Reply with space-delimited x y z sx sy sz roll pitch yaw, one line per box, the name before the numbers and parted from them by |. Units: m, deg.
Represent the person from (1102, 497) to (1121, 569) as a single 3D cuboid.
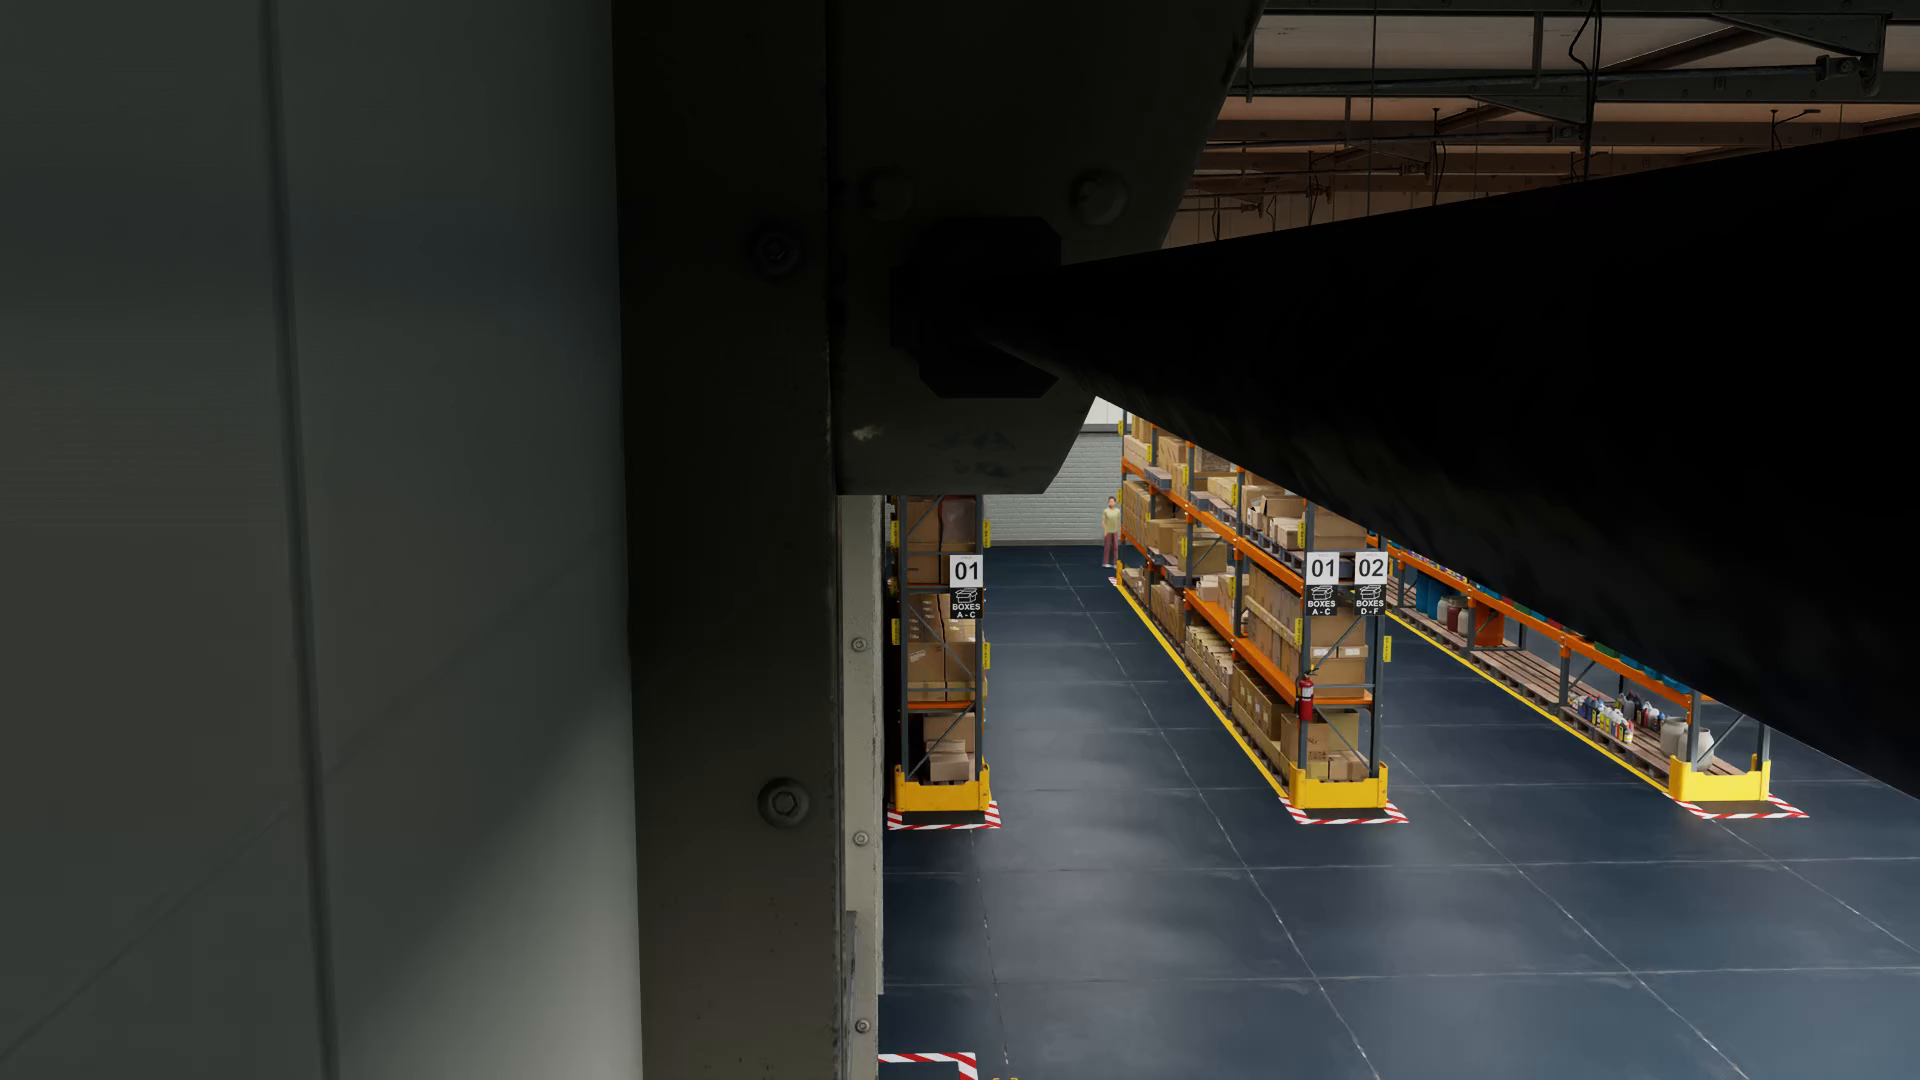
person | 3.545 -0.166 38.577 0.468 1.686 0.526 -4 9 -24
